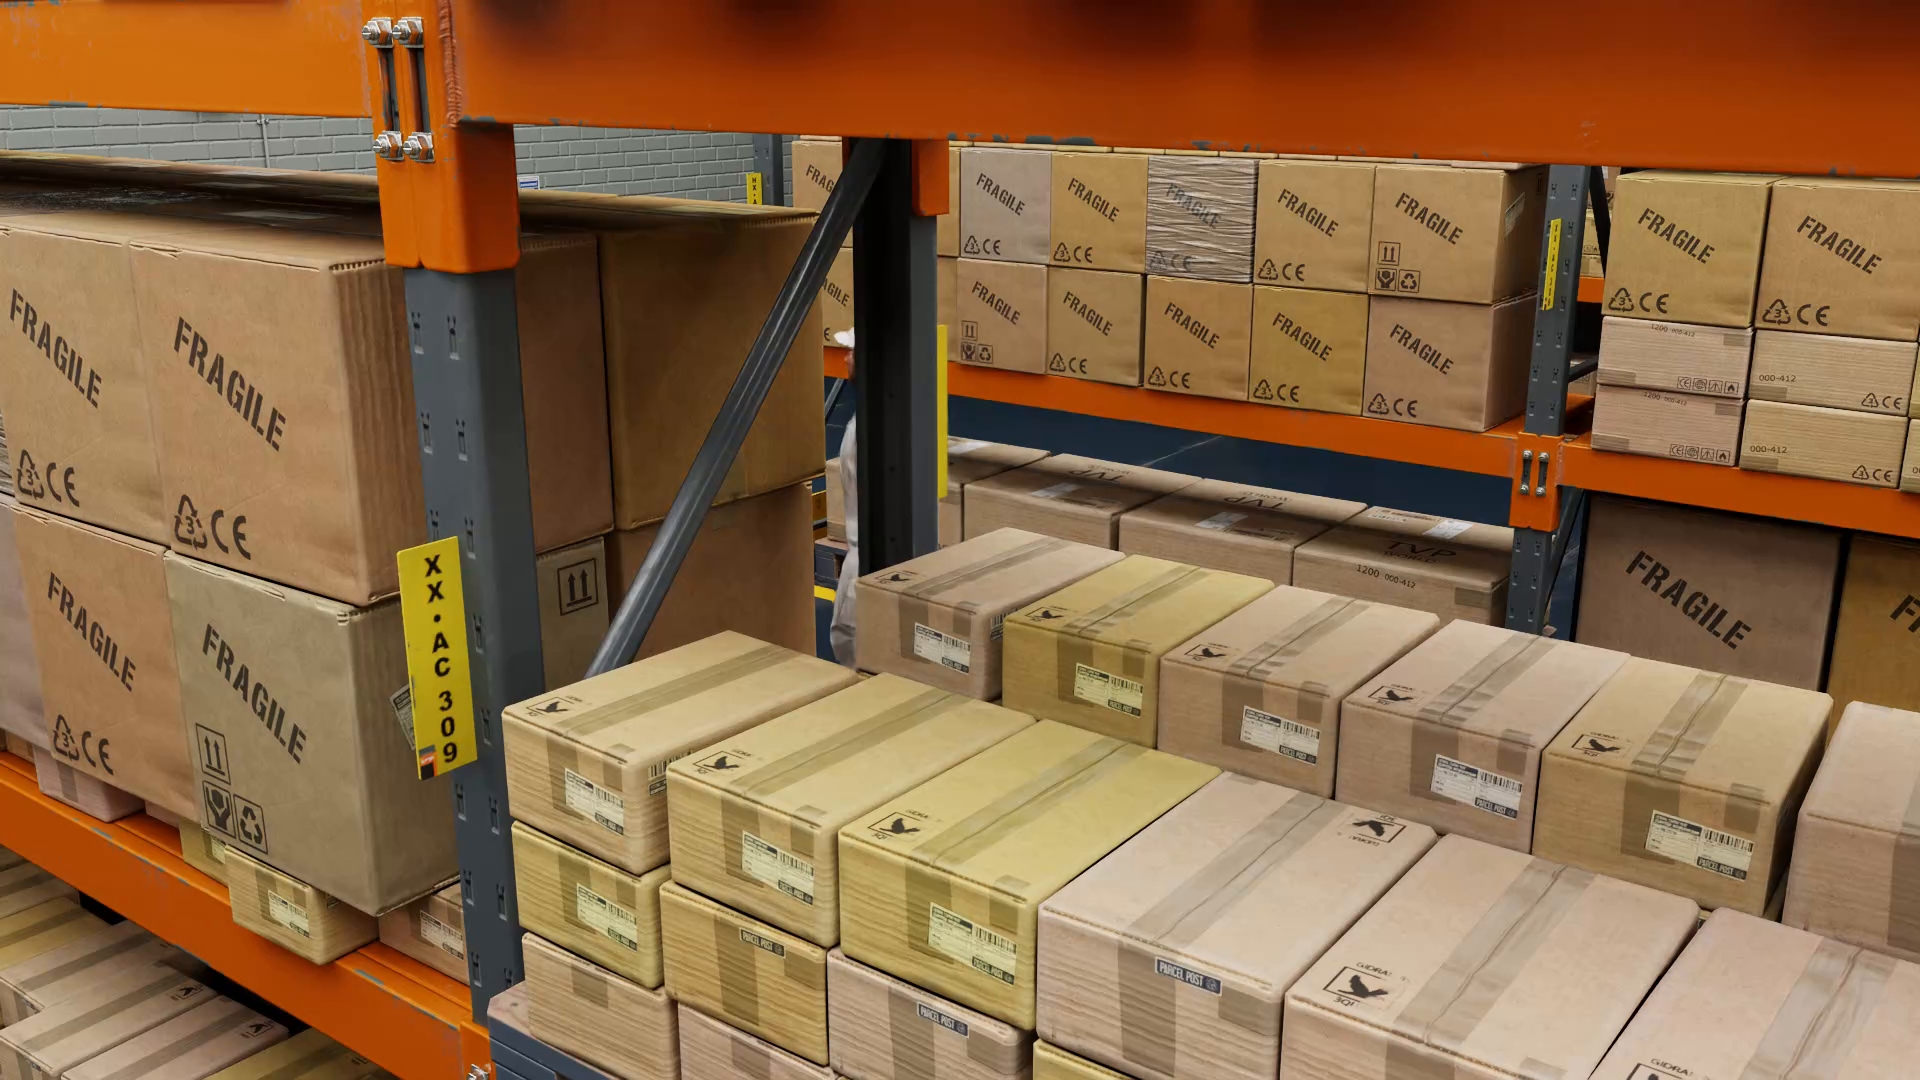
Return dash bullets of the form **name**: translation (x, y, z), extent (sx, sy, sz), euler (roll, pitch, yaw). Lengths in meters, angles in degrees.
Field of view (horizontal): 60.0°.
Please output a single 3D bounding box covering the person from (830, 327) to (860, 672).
- **person**: translation (-0.221, 0.000, 6.455), extent (0.819, 1.771, 0.558), euler (1, 16, 5)
